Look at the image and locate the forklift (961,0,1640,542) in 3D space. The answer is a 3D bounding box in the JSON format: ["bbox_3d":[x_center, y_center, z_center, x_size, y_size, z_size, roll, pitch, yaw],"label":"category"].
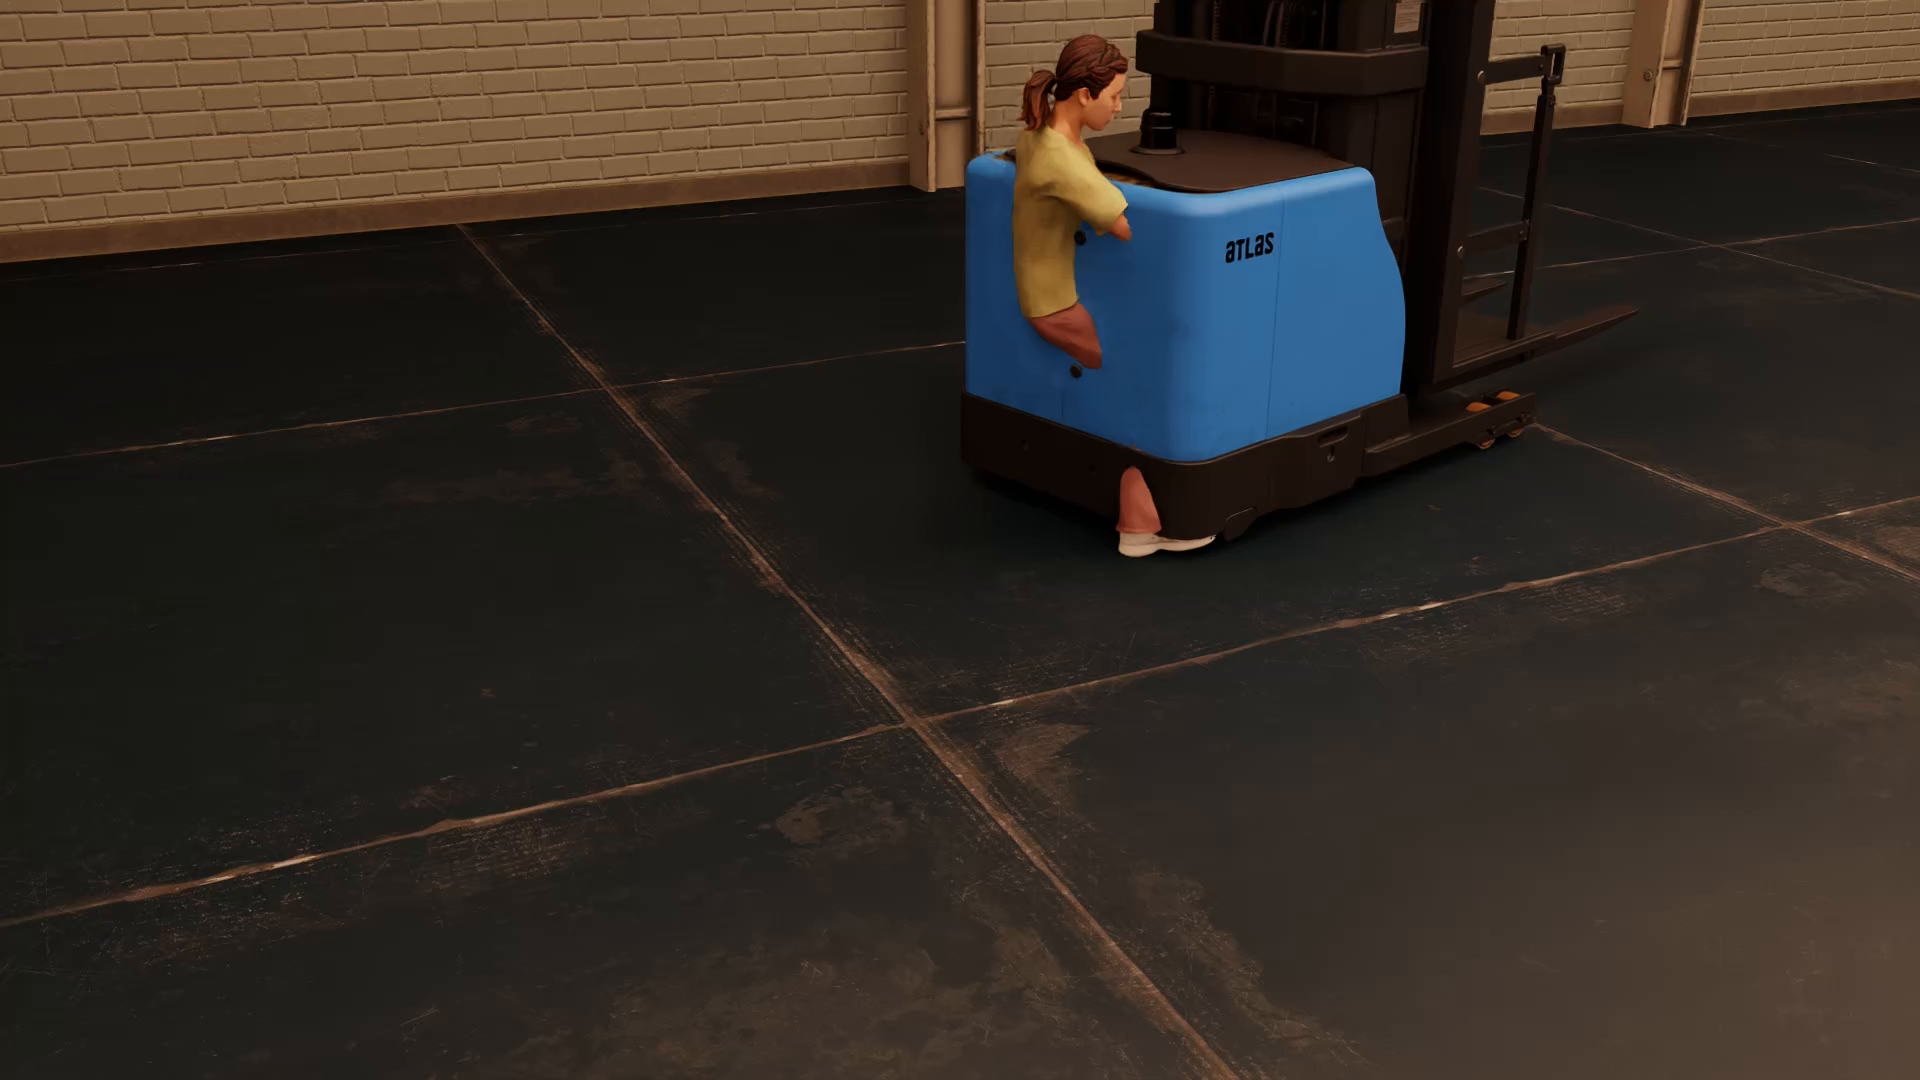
[{"bbox_3d":[1.437,-1.806,5.634,3.031,2.935,1.130,-19,29,-38],"label":"forklift"}]

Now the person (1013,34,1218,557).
[{"bbox_3d":[0.502,-0.781,5.066,0.712,1.473,0.844,-2,23,-5],"label":"person"}]
